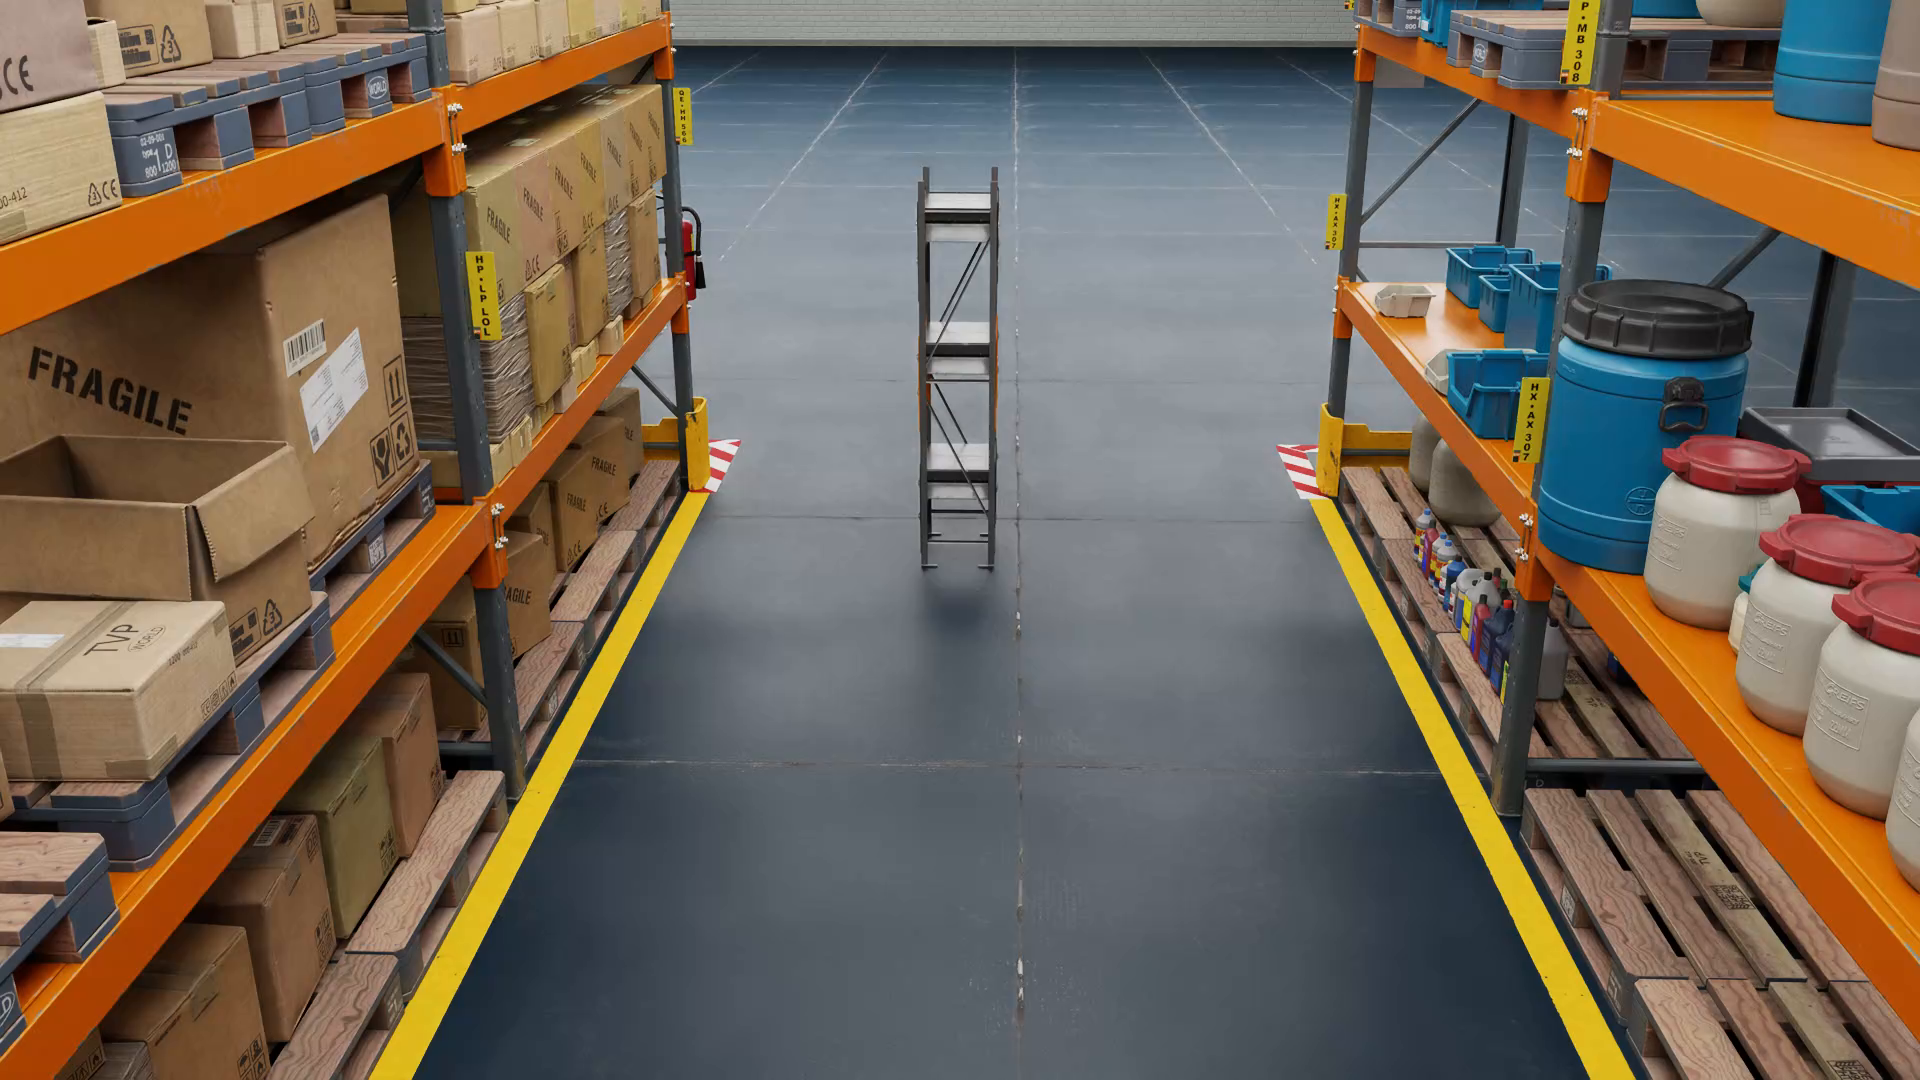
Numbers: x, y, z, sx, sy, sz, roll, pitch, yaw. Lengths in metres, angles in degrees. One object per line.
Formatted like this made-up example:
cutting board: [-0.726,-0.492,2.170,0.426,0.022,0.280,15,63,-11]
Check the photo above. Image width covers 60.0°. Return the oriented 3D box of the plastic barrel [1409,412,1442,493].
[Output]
plastic barrel: [2.834,-0.545,9.645,0.421,0.512,0.421,0,21,0]

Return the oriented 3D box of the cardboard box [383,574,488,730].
cardboard box: [-2.243,0.470,7.047,0.500,0.500,0.500,0,21,0]

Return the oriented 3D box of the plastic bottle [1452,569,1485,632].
plastic bottle: [2.412,0.283,7.811,0.152,0.276,0.135,1,21,3]

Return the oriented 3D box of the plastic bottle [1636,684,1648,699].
plastic bottle: [2.980,0.531,7.159,0.061,0.283,0.133,1,21,2]

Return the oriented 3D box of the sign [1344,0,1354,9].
sign: [2.228,-3.158,9.361,0.100,0.325,0.005,1,21,2]

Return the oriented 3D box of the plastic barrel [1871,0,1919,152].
plastic barrel: [2.837,-1.511,4.436,0.600,0.901,0.600,0,21,0]

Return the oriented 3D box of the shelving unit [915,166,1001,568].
shelving unit: [-0.005,-0.919,8.995,0.431,2.100,0.503,1,21,2]

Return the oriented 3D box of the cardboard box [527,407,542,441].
cardboard box: [-1.987,-0.494,7.003,0.380,0.149,0.250,1,21,2]

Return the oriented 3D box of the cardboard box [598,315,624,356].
cardboard box: [-1.916,-1.036,8.400,0.380,0.149,0.250,1,21,2]

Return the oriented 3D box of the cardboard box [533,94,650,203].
cardboard box: [-1.952,-2.071,8.788,0.500,0.500,0.500,1,21,2]

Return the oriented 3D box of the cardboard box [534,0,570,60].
cardboard box: [-1.988,-2.215,7.152,0.500,0.250,0.500,0,21,-1]

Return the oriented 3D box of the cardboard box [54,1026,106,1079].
cardboard box: [-2.420,1.267,3.928,0.500,0.250,0.500,3,21,8]

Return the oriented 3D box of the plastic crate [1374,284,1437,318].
plastic crate: [2.429,-1.305,9.109,0.298,0.136,0.250,1,21,2]

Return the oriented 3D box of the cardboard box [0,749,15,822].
cardboard box: [-2.523,0.450,3.505,0.700,0.500,0.500,4,22,10]

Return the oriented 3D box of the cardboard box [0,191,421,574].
cardboard box: [-2.459,-0.545,5.378,1.000,1.000,1.000,1,21,2]

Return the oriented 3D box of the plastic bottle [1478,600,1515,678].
plastic bottle: [2.393,0.423,7.345,0.144,0.351,0.185,0,21,-1]

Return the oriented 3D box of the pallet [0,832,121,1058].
pallet: [-2.501,0.921,3.273,1.213,0.211,1.003,1,21,2]

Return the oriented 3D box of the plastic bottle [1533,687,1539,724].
plastic bottle: [2.355,0.664,6.932,0.097,0.201,0.097,0,21,0]

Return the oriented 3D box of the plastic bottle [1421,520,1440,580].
plastic bottle: [2.386,0.048,8.407,0.061,0.283,0.133,1,21,3]

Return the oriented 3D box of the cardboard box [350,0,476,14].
cardboard box: [-1.977,-1.984,6.006,0.380,0.149,0.250,0,21,0]

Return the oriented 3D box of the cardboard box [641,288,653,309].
cardboard box: [-1.940,-1.398,9.333,0.380,0.149,0.250,1,21,2]

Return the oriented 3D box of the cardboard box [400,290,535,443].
cardboard box: [-2.219,-0.703,6.645,0.875,0.500,0.500,1,21,2]

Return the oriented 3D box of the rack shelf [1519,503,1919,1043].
rack shelf: [2.595,0.757,4.425,1.077,0.370,4.000,1,21,2]

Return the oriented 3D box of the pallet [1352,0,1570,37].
pallet: [2.654,-2.760,8.609,1.003,0.211,1.213,1,21,2]

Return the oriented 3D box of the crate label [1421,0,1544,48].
crate label: [2.390,-2.403,7.635,0.502,0.251,0.408,1,21,2]

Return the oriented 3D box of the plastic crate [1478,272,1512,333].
plastic crate: [3.036,-1.259,8.833,0.499,0.251,0.408,1,21,2]

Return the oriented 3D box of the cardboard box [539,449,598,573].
cardboard box: [-2.231,-0.164,8.680,0.500,0.500,0.500,3,21,7]

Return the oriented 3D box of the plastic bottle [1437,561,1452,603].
plastic bottle: [2.394,0.200,8.127,0.097,0.201,0.097,0,21,0]

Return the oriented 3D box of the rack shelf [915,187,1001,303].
rack shelf: [-0.005,-1.559,8.747,0.431,0.518,0.480,1,21,2]

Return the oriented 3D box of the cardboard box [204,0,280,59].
cardboard box: [-2.224,-1.546,4.826,0.396,0.266,0.258,1,21,4]

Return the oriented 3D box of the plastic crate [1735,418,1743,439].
plastic crate: [2.799,-0.460,6.654,0.767,0.338,0.504,1,21,2]

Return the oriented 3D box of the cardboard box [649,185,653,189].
cardboard box: [-2.217,-1.789,9.443,0.875,0.500,0.500,1,21,2]

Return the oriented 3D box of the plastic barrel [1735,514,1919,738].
plastic barrel: [2.385,0.244,4.565,0.433,0.535,0.433,0,21,0]

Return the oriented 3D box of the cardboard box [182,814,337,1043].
cardboard box: [-2.385,1.201,5.135,0.700,0.500,0.500,-1,21,-3]

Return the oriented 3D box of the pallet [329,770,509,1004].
pallet: [-2.317,1.226,6.078,1.003,0.211,1.213,1,21,2]

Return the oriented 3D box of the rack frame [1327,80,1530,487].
rack frame: [2.777,-1.748,9.886,1.000,3.000,0.127,1,21,2]

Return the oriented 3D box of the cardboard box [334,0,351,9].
cardboard box: [-2.475,-2.086,6.269,0.380,0.149,0.250,1,21,2]

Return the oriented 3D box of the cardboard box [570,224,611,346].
cardboard box: [-2.198,-1.246,8.043,0.875,0.500,0.500,1,21,2]

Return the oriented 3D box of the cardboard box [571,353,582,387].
cardboard box: [-1.974,-0.765,7.702,0.380,0.149,0.250,1,21,2]

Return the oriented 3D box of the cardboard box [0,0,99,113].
cardboard box: [-2.118,-1.120,3.293,0.500,0.500,0.500,0,21,0]

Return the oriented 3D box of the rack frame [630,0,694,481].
rack frame: [-2.173,-1.802,10.026,1.000,3.000,0.127,1,21,2]

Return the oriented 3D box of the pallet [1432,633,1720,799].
pallet: [2.718,0.756,7.288,1.003,0.211,1.213,1,21,2]

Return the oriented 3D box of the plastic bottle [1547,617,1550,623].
plastic bottle: [2.542,0.451,7.378,0.152,0.276,0.135,1,21,2]

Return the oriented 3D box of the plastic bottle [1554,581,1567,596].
plastic bottle: [2.995,0.167,8.212,0.097,0.201,0.097,0,21,0]

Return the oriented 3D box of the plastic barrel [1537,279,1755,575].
plastic barrel: [2.341,-0.399,5.717,0.600,0.901,0.708,1,21,2]

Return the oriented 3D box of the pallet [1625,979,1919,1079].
pallet: [2.636,1.725,4.790,1.003,0.211,1.213,1,21,2]

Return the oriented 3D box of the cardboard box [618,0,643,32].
cardboard box: [-1.946,-2.773,8.589,0.500,0.250,0.500,1,21,2]

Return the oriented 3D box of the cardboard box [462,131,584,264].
cardboard box: [-1.998,-1.529,7.390,0.500,0.500,0.500,1,21,2]

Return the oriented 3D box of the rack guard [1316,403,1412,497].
rack guard: [2.822,-0.554,10.266,1.175,0.500,0.348,1,21,2]

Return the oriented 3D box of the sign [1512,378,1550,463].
sign: [2.106,-0.440,6.134,0.100,0.325,0.005,1,21,2]

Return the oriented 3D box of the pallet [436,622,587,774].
pallet: [-2.310,0.701,7.430,1.003,0.211,1.213,1,21,2]

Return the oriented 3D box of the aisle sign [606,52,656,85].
aisle sign: [-1.872,-3.033,9.605,0.394,0.787,0.004,1,21,2]

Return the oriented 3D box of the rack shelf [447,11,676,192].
rack shelf: [-2.234,-2.142,7.750,1.077,0.370,4.000,1,21,2]
